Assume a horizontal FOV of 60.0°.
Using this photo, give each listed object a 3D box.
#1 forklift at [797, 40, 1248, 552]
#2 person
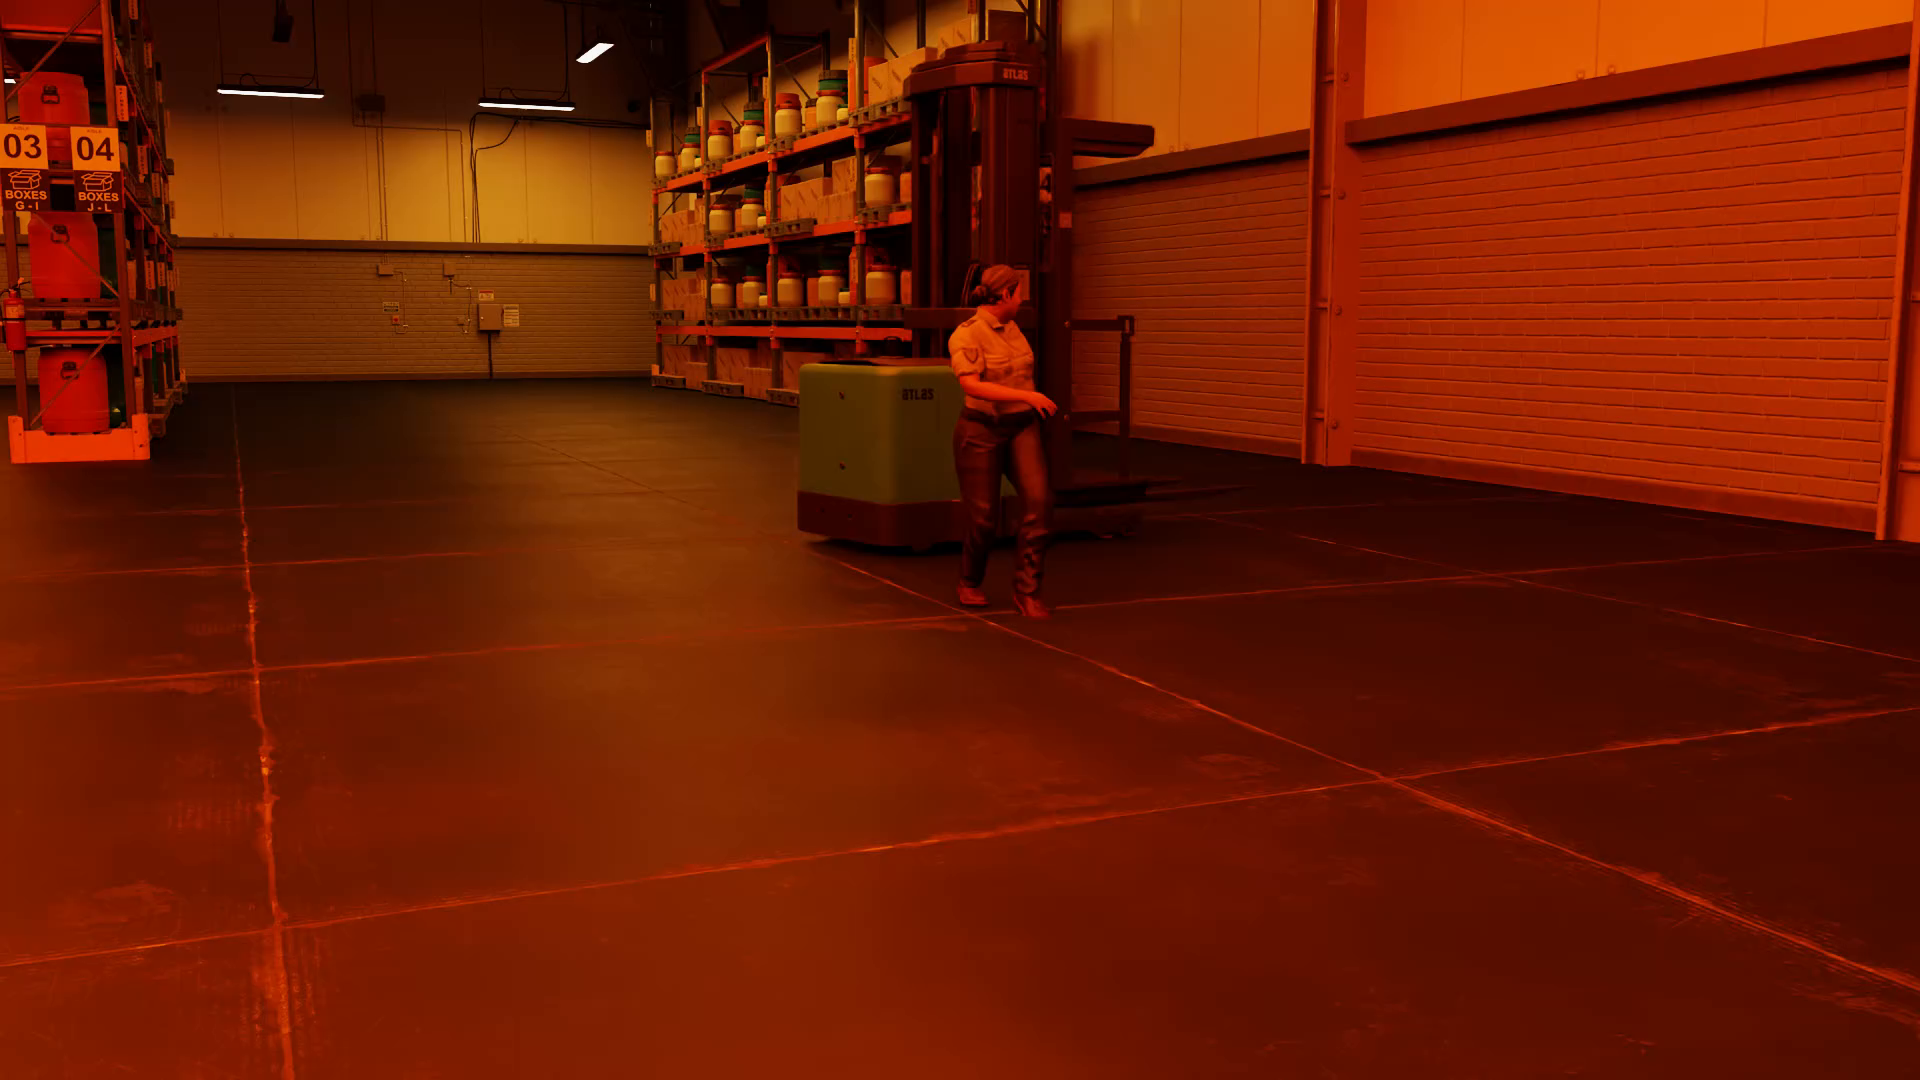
[{"bbox_3d":[0.511,-1.509,10.389,3.031,2.935,1.130,-5,9,-35],"label":"forklift"},{"bbox_3d":[0.170,-0.445,7.672,0.518,1.631,0.851,-4,8,-27],"label":"person"}]
